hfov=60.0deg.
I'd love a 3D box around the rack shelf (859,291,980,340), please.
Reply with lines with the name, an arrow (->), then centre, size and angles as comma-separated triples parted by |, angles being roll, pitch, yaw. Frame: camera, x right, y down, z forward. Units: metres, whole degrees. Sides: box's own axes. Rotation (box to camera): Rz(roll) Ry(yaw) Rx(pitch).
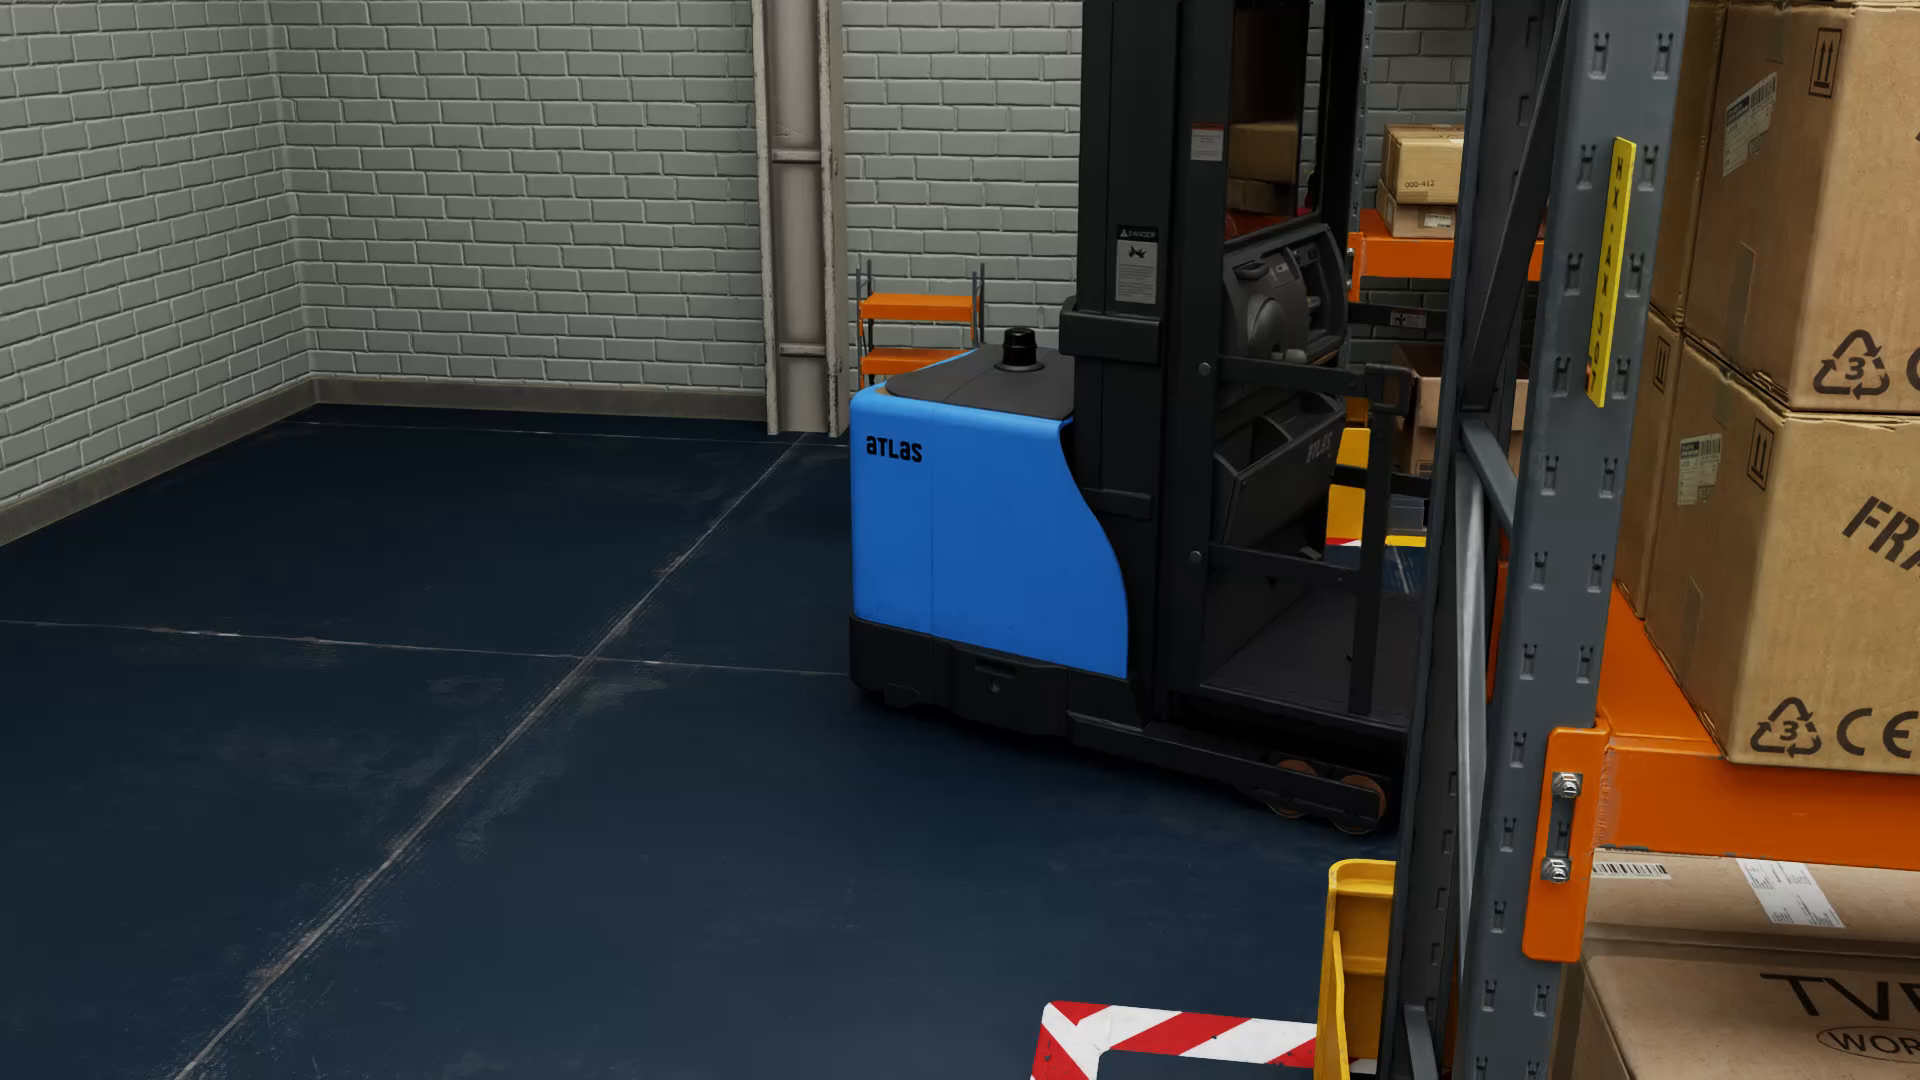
rack shelf -> -0.163, -0.950, 7.013 | 0.480, 0.148, 0.258 | 3, 19, 9

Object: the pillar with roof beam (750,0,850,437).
pillar with roof beam -> -1.510, -3.530, 3.670 | 0.400, 9.000, 9.100 | 3, 19, 9

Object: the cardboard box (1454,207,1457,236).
cardboard box -> 2.232, -1.395, 7.142 | 0.250, 0.149, 0.380 | 3, 19, 10

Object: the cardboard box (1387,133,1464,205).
cardboard box -> 2.097, -1.578, 7.060 | 0.500, 0.250, 0.500 | 3, 19, 9

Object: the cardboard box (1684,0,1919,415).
cardboard box -> 1.337, -0.468, 2.242 | 0.500, 0.500, 0.500 | 3, 19, 7

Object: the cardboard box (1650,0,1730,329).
cardboard box -> 1.422, -0.632, 2.731 | 0.500, 0.500, 0.500 | 4, 19, 10

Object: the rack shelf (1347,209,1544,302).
rack shelf -> 3.667, -1.174, 7.217 | 4.000, 0.370, 1.077 | 3, 19, 9

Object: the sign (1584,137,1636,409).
sign -> 0.814, -0.335, 2.087 | 0.005, 0.325, 0.100 | 3, 19, 9

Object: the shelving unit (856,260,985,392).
shelving unit -> -0.163, -0.577, 7.138 | 0.503, 1.200, 0.258 | 3, 19, 9

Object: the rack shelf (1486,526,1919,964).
rack shelf -> 2.883, 0.382, 2.569 | 4.000, 0.370, 1.077 | 3, 19, 9

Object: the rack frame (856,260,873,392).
rack frame -> -0.404, -0.590, 7.174 | 0.015, 1.200, 0.240 | 3, 19, 9

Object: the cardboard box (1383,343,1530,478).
cardboard box -> 2.281, -0.570, 7.552 | 0.637, 0.503, 0.797 | 2, 19, 6

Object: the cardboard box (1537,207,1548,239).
cardboard box -> 2.496, -1.393, 7.135 | 0.250, 0.149, 0.380 | 3, 19, 8

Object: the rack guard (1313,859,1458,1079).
rack guard -> 0.885, 1.124, 3.156 | 0.348, 0.500, 1.175 | 3, 19, 9

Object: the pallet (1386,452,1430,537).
pallet -> 2.554, -0.249, 7.716 | 1.213, 0.211, 1.003 | 3, 19, 9

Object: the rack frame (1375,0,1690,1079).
rack frame -> 0.908, -0.060, 2.755 | 0.127, 3.000, 1.000 | 3, 19, 9

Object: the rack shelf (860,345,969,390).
rack shelf -> -0.163, -0.726, 7.088 | 0.480, 0.148, 0.258 | 3, 19, 9

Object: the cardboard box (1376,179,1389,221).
cardboard box -> 2.062, -1.564, 7.645 | 0.250, 0.149, 0.380 | 3, 19, 8

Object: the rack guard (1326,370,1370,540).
rack guard -> 1.767, -0.426, 7.789 | 0.348, 0.500, 1.175 | 3, 19, 9

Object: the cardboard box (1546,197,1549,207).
cardboard box -> 2.595, -1.553, 6.984 | 0.500, 0.250, 0.500 | 3, 19, 9

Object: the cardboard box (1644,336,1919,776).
cardboard box -> 1.337, 0.007, 2.399 | 0.500, 0.500, 0.500 | 3, 19, 8

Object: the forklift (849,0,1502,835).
forklift -> 1.156, -0.736, 4.885 | 3.031, 2.935, 1.130 | 11, 21, 29

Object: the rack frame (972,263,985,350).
rack frame -> 0.077, -0.565, 7.101 | 0.015, 1.200, 0.240 | 3, 19, 9

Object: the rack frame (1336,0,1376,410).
rack frame -> 1.692, -1.615, 7.404 | 0.127, 3.000, 1.000 | 3, 19, 9

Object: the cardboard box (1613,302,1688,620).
cardboard box -> 1.427, -0.166, 2.915 | 0.500, 0.500, 0.500 | 3, 19, 9

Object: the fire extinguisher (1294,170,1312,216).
fire extinguisher -> 1.473, -1.264, 7.064 | 0.183, 0.674, 0.296 | 3, 19, 9

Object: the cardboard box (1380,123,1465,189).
cardboard box -> 2.188, -1.745, 7.559 | 0.500, 0.250, 0.500 | 3, 19, 10

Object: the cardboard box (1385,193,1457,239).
cardboard box -> 1.973, -1.394, 7.137 | 0.250, 0.149, 0.380 | 3, 19, 8

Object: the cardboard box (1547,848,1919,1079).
cardboard box -> 1.576, 0.958, 3.090 | 0.875, 0.438, 0.875 | 2, 19, 7
